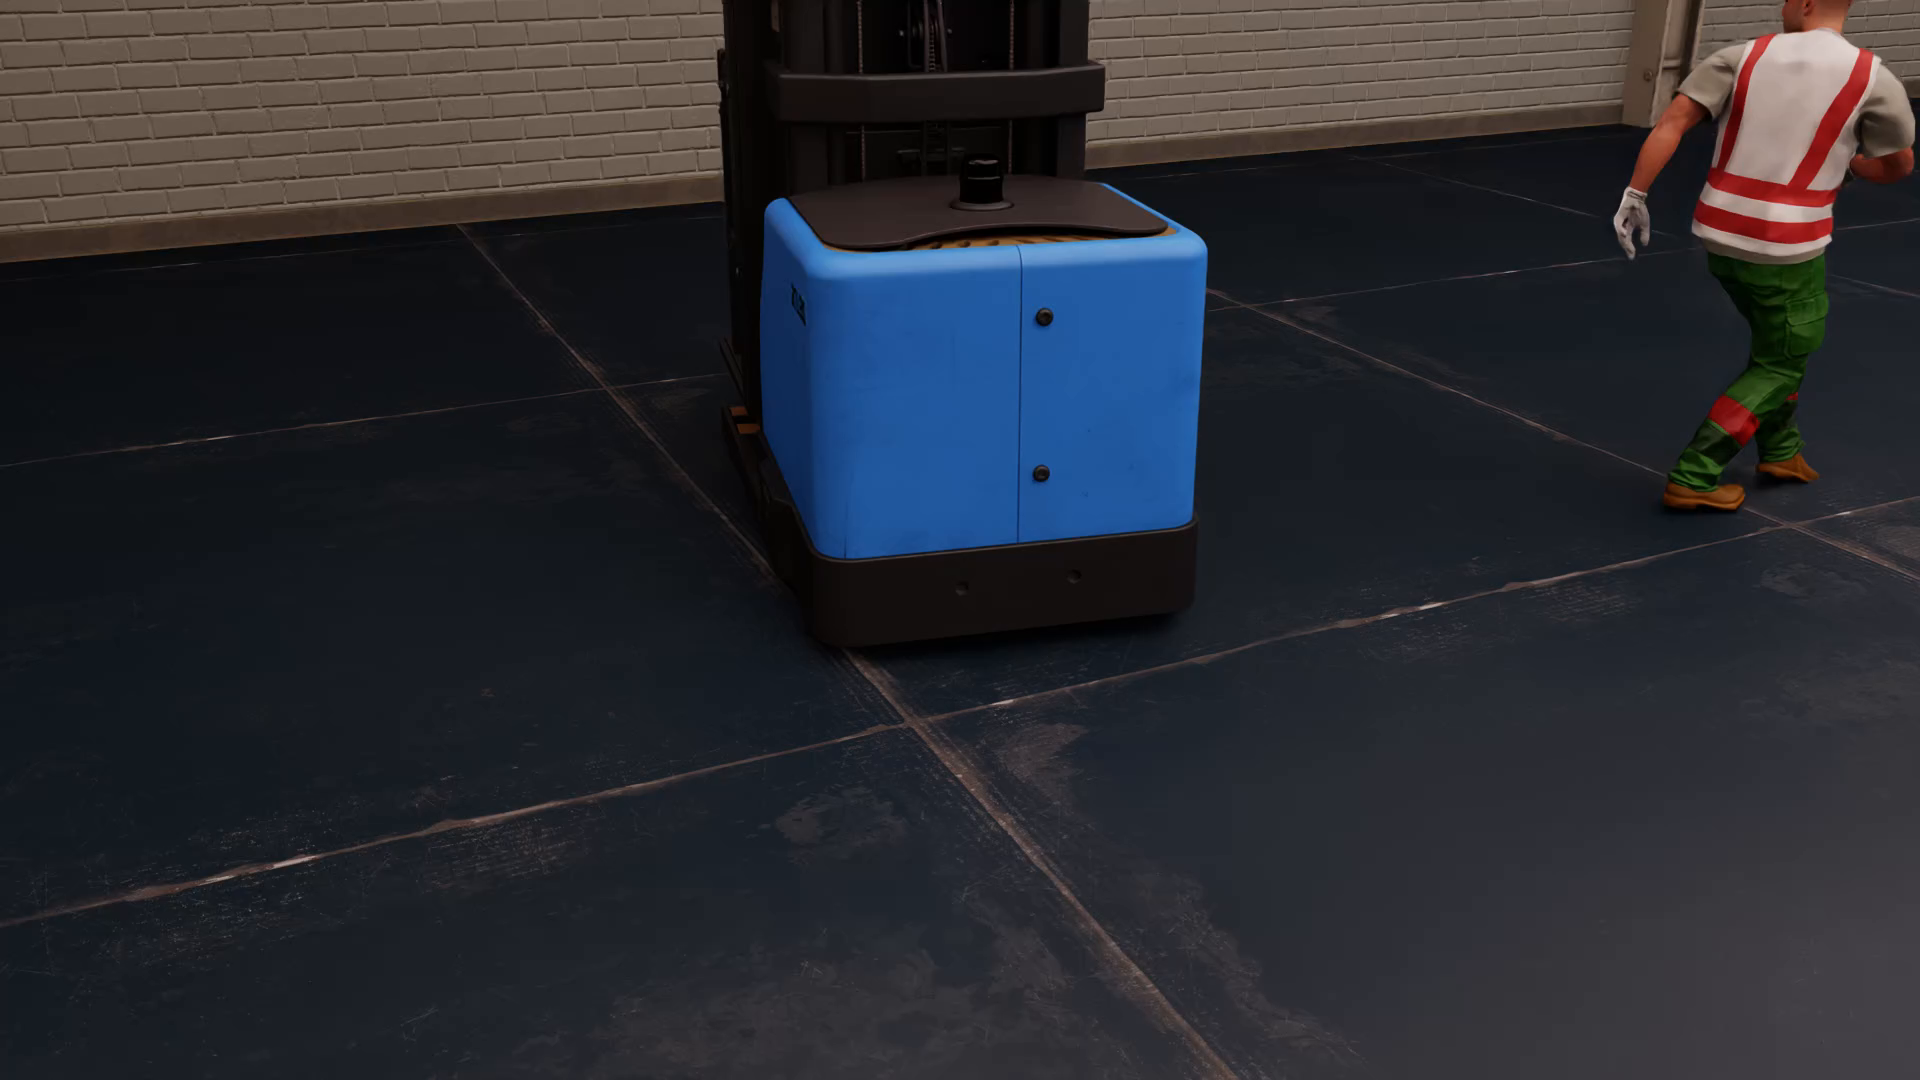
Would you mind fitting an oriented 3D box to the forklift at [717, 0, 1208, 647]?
[{"bbox_3d":[-0.217,-1.615,5.174,1.130,2.935,3.031,-5,23,-13],"label":"forklift"}]

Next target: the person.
[{"bbox_3d":[2.520,-0.918,5.135,0.935,1.753,0.577,-13,26,-28],"label":"person"}]
